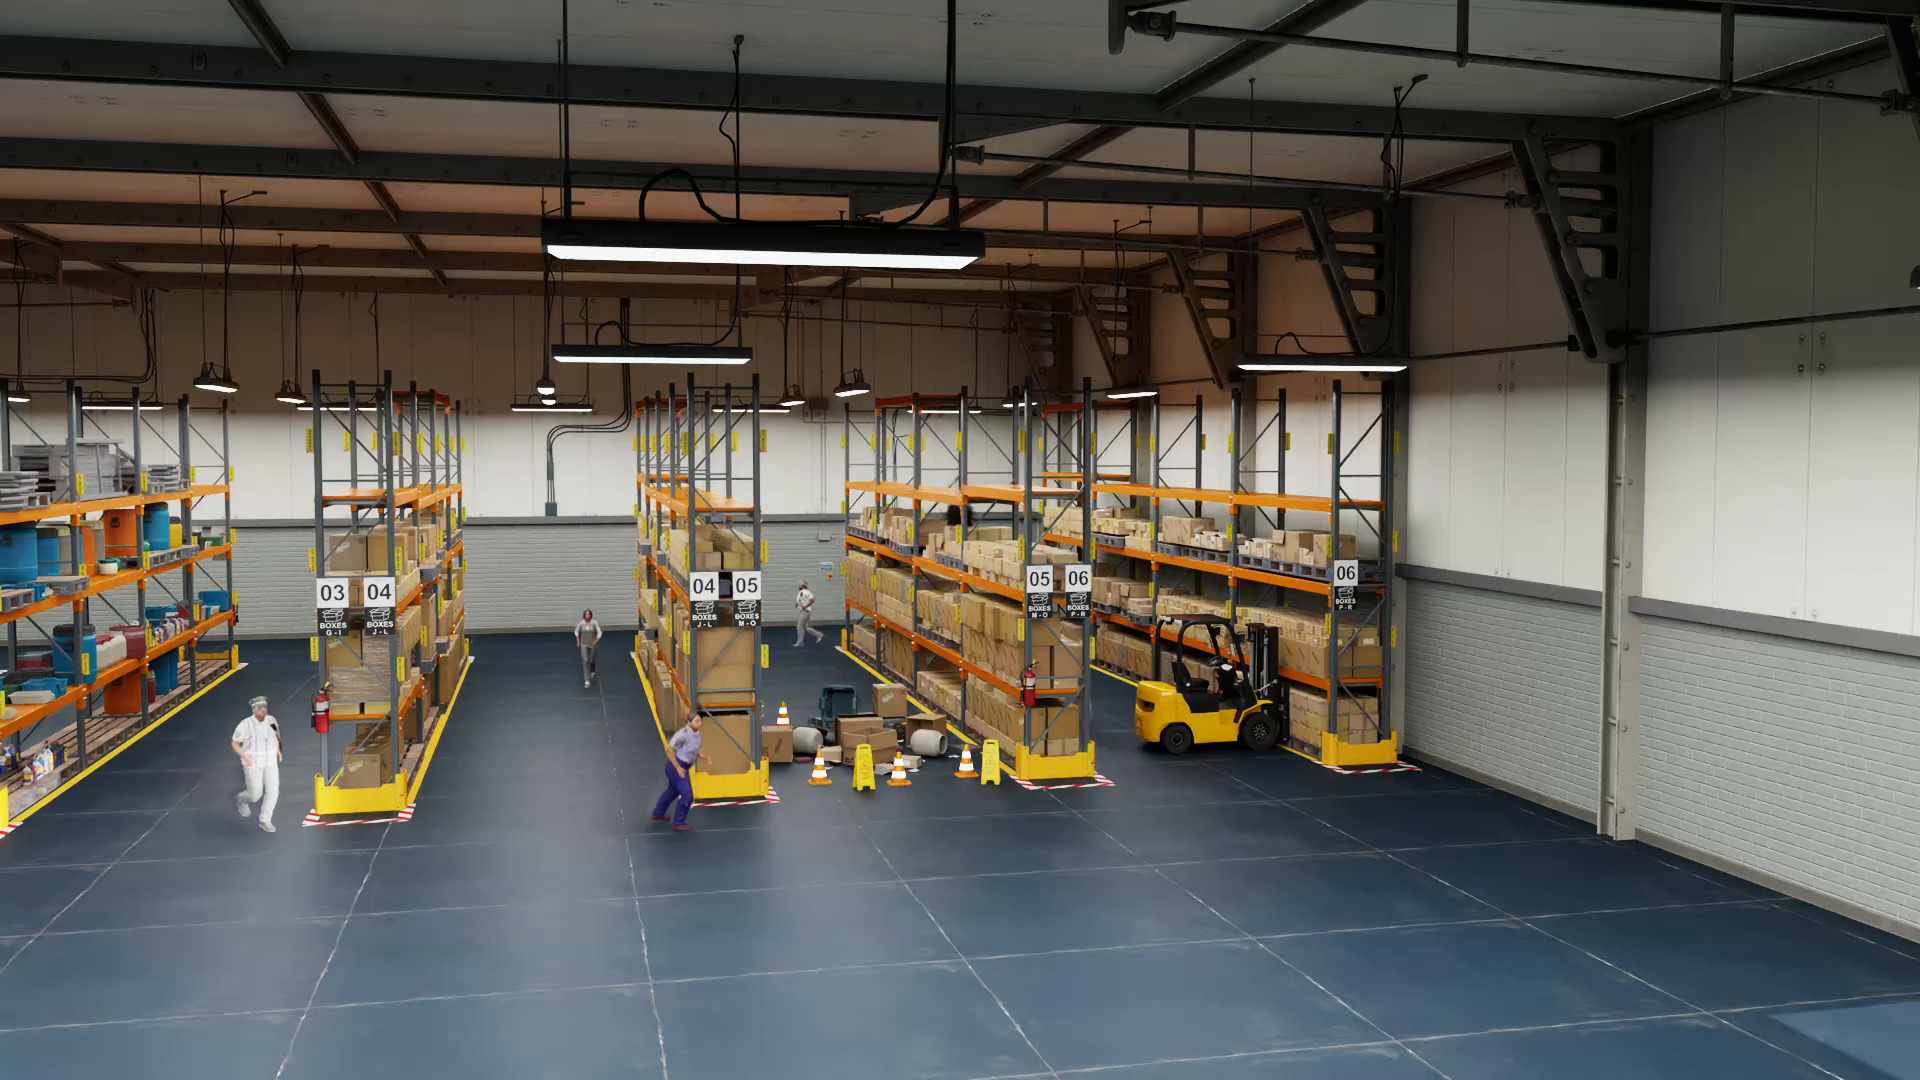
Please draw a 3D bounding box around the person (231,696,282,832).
[{"bbox_3d":[-9.153,2.894,21.689,0.779,1.758,0.677,3,4,41],"label":"person"}]

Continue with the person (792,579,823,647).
[{"bbox_3d":[-3.828,1.799,41.292,0.819,1.659,0.613,-2,4,-24],"label":"person"}]

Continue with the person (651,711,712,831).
[{"bbox_3d":[-3.651,2.983,21.639,0.852,1.569,0.662,0,3,7],"label":"person"}]

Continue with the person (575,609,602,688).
[{"bbox_3d":[-7.720,2.223,34.542,0.556,1.604,0.800,-1,3,-10],"label":"person"}]
